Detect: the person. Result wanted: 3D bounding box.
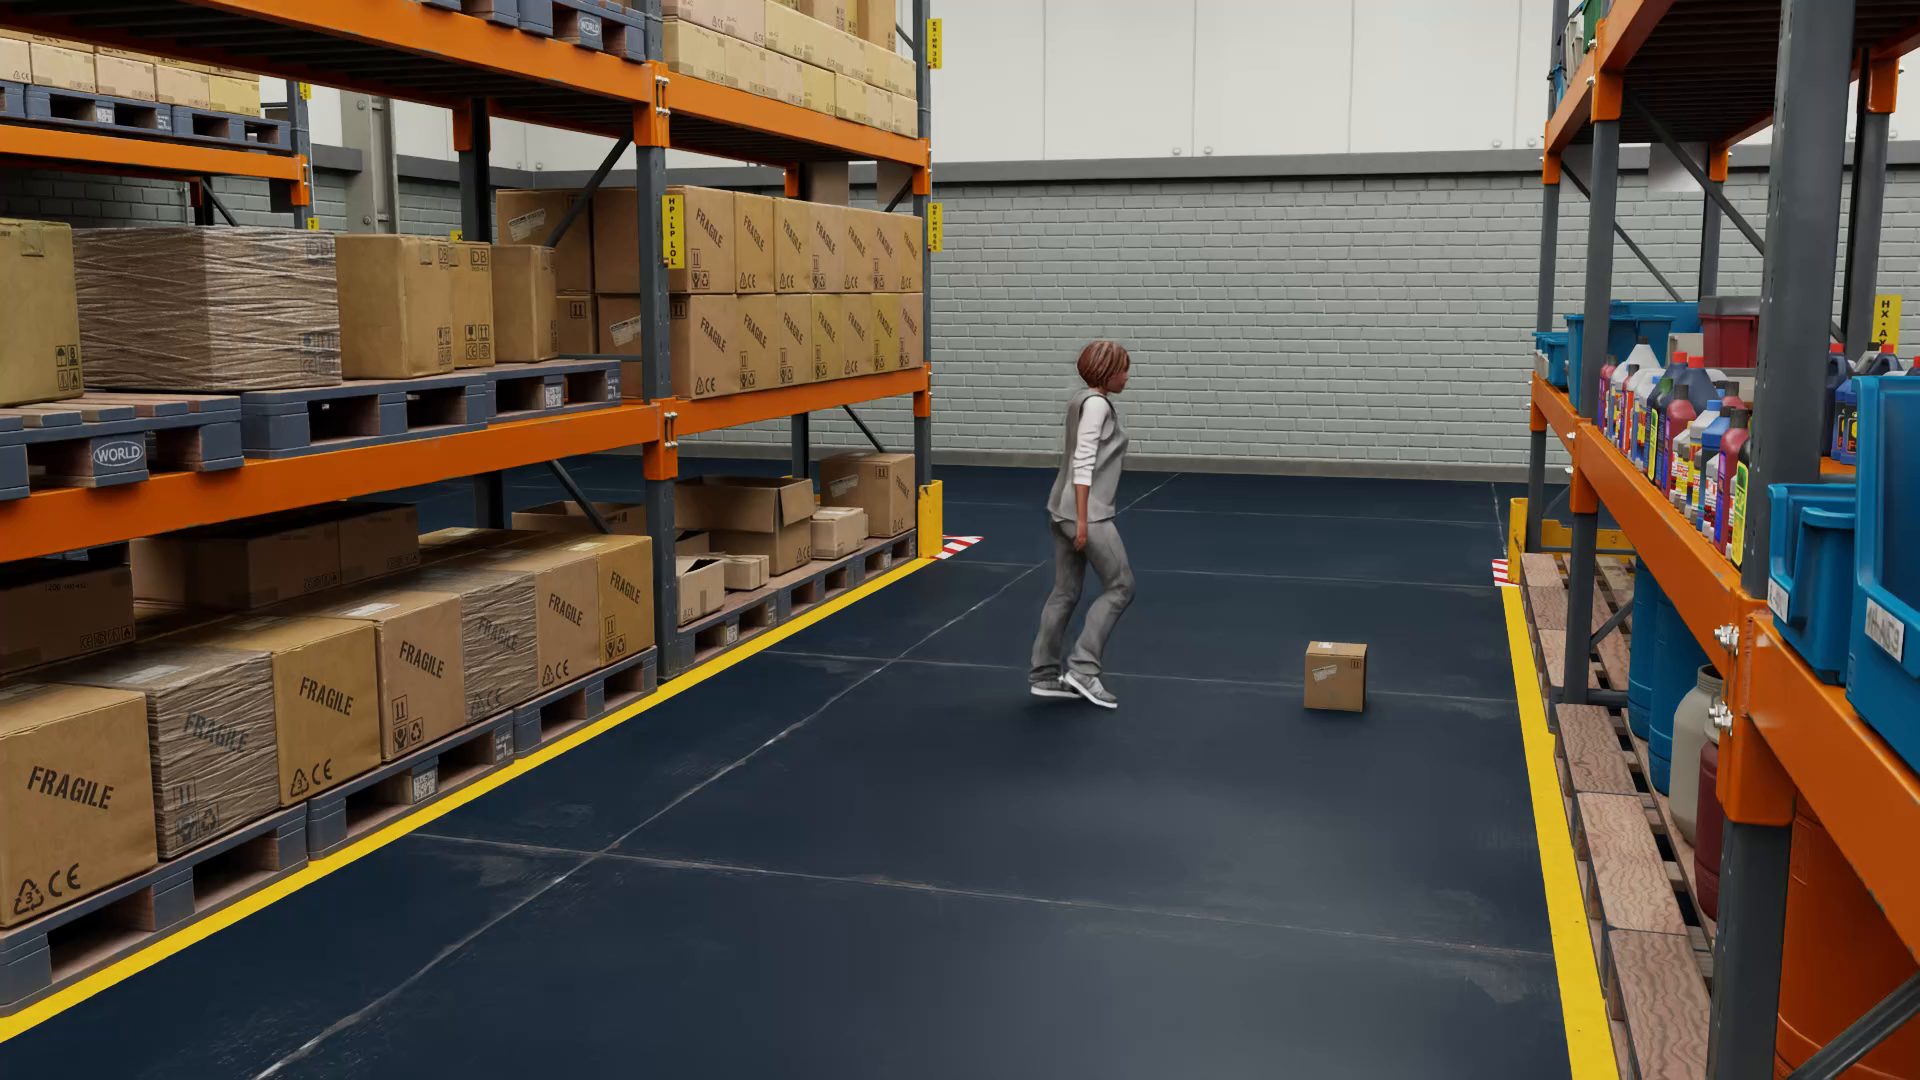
[{"bbox_3d":[0.522,-0.075,7.315,0.459,1.595,0.423,-2,9,-12],"label":"person"}]
